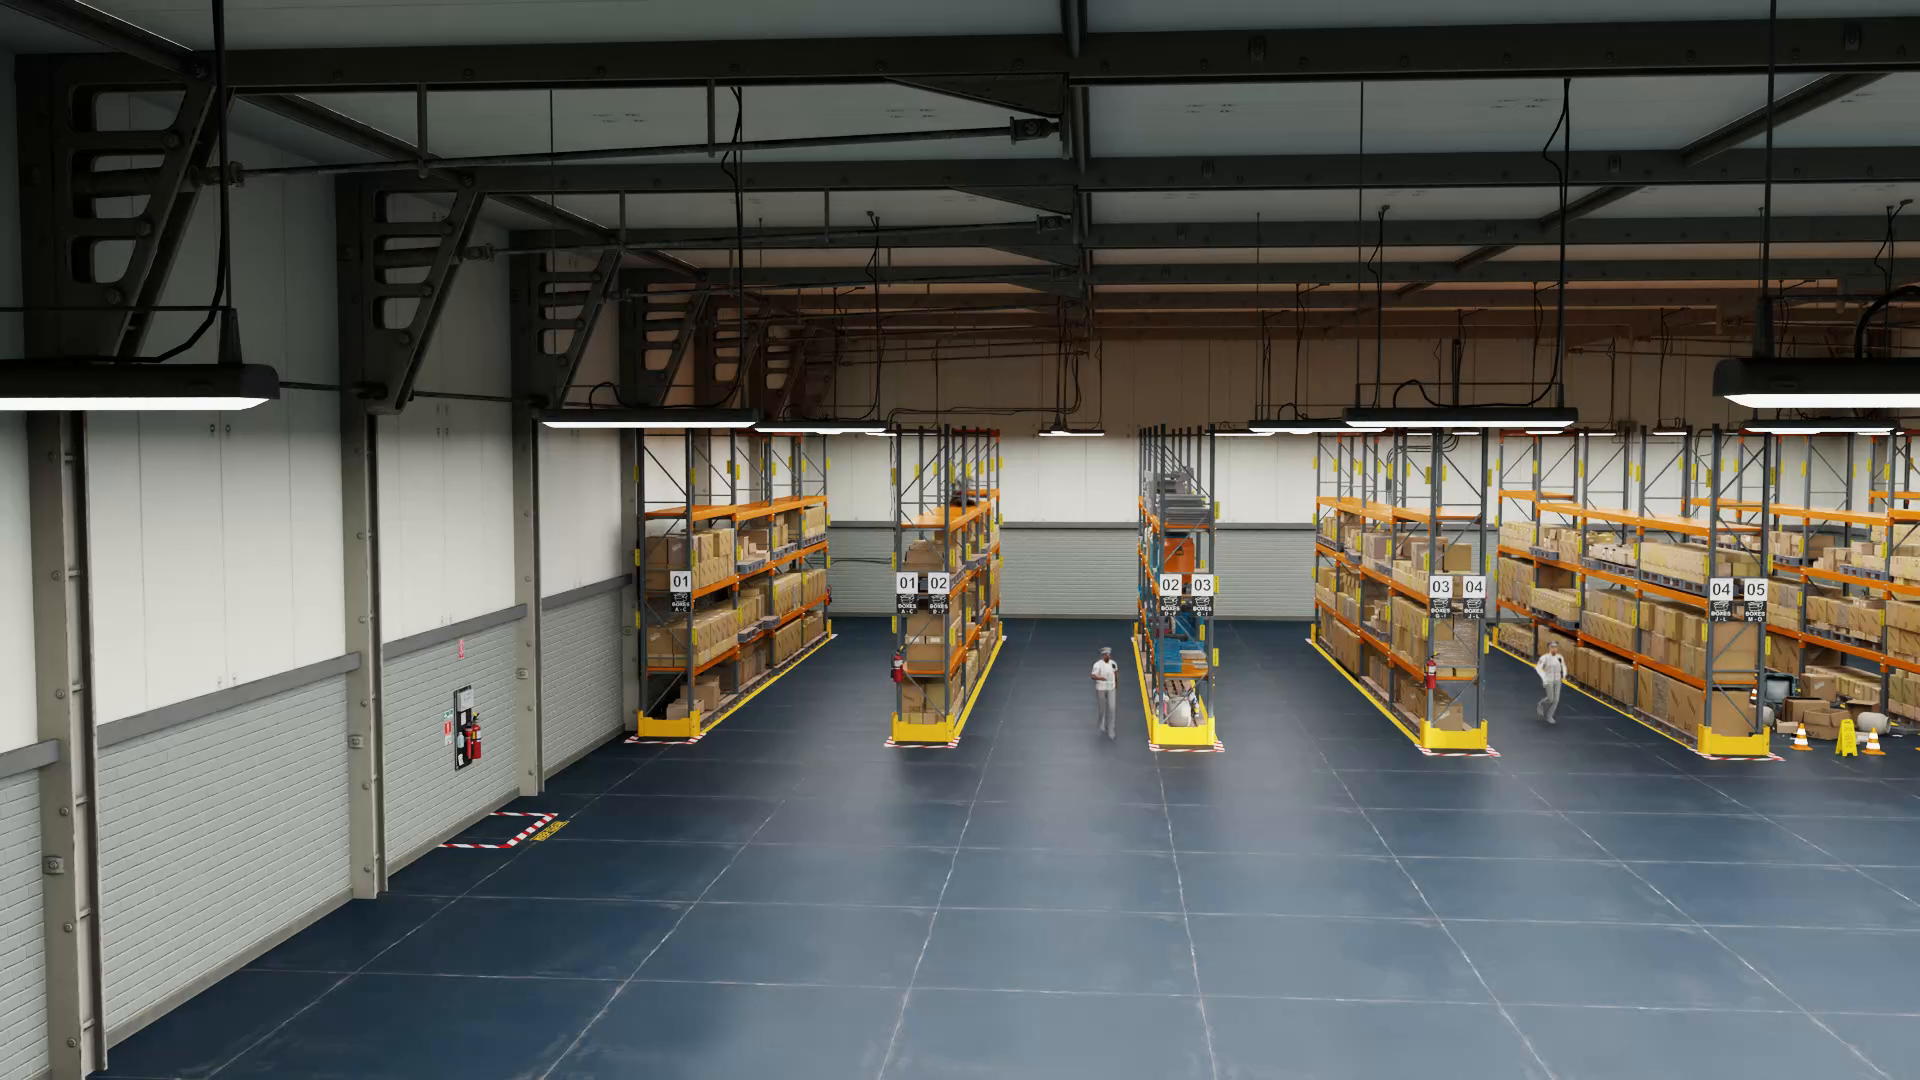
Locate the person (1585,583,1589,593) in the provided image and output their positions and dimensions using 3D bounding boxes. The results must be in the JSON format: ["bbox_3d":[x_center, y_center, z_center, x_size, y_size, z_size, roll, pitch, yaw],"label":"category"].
[{"bbox_3d":[16.952,2.046,45.258,0.648,1.808,0.884,0,3,3],"label":"person"}]

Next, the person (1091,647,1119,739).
[{"bbox_3d":[2.804,2.918,32.110,0.567,1.747,0.787,0,3,-2],"label":"person"}]

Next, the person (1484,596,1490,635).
[{"bbox_3d":[14.735,2.013,47.324,0.866,1.697,0.712,-1,4,-11],"label":"person"}]

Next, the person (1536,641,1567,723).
[{"bbox_3d":[11.984,2.855,33.629,0.610,1.671,0.588,0,3,-3],"label":"person"}]
